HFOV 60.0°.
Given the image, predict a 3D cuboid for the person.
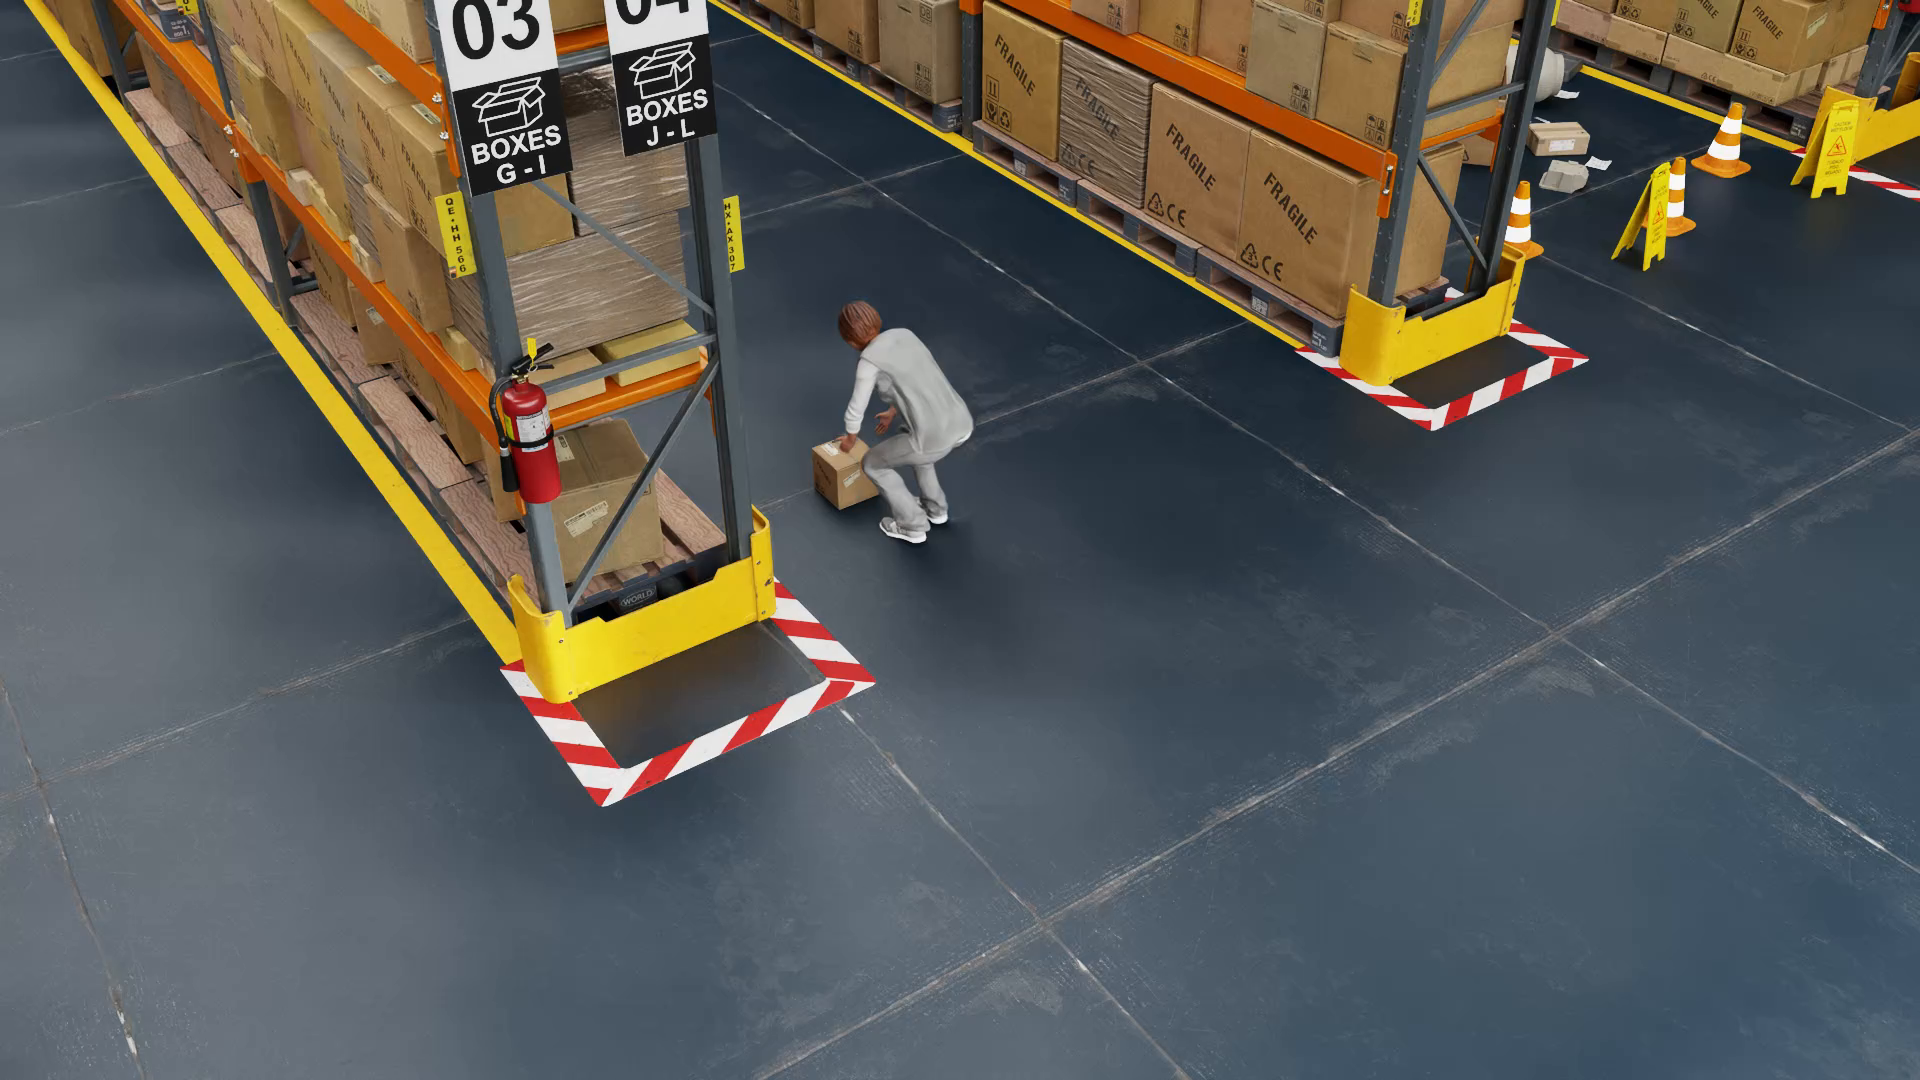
[{"bbox_3d":[-0.285,-0.550,8.087,0.713,1.186,0.461,26,44,30],"label":"person"}]
